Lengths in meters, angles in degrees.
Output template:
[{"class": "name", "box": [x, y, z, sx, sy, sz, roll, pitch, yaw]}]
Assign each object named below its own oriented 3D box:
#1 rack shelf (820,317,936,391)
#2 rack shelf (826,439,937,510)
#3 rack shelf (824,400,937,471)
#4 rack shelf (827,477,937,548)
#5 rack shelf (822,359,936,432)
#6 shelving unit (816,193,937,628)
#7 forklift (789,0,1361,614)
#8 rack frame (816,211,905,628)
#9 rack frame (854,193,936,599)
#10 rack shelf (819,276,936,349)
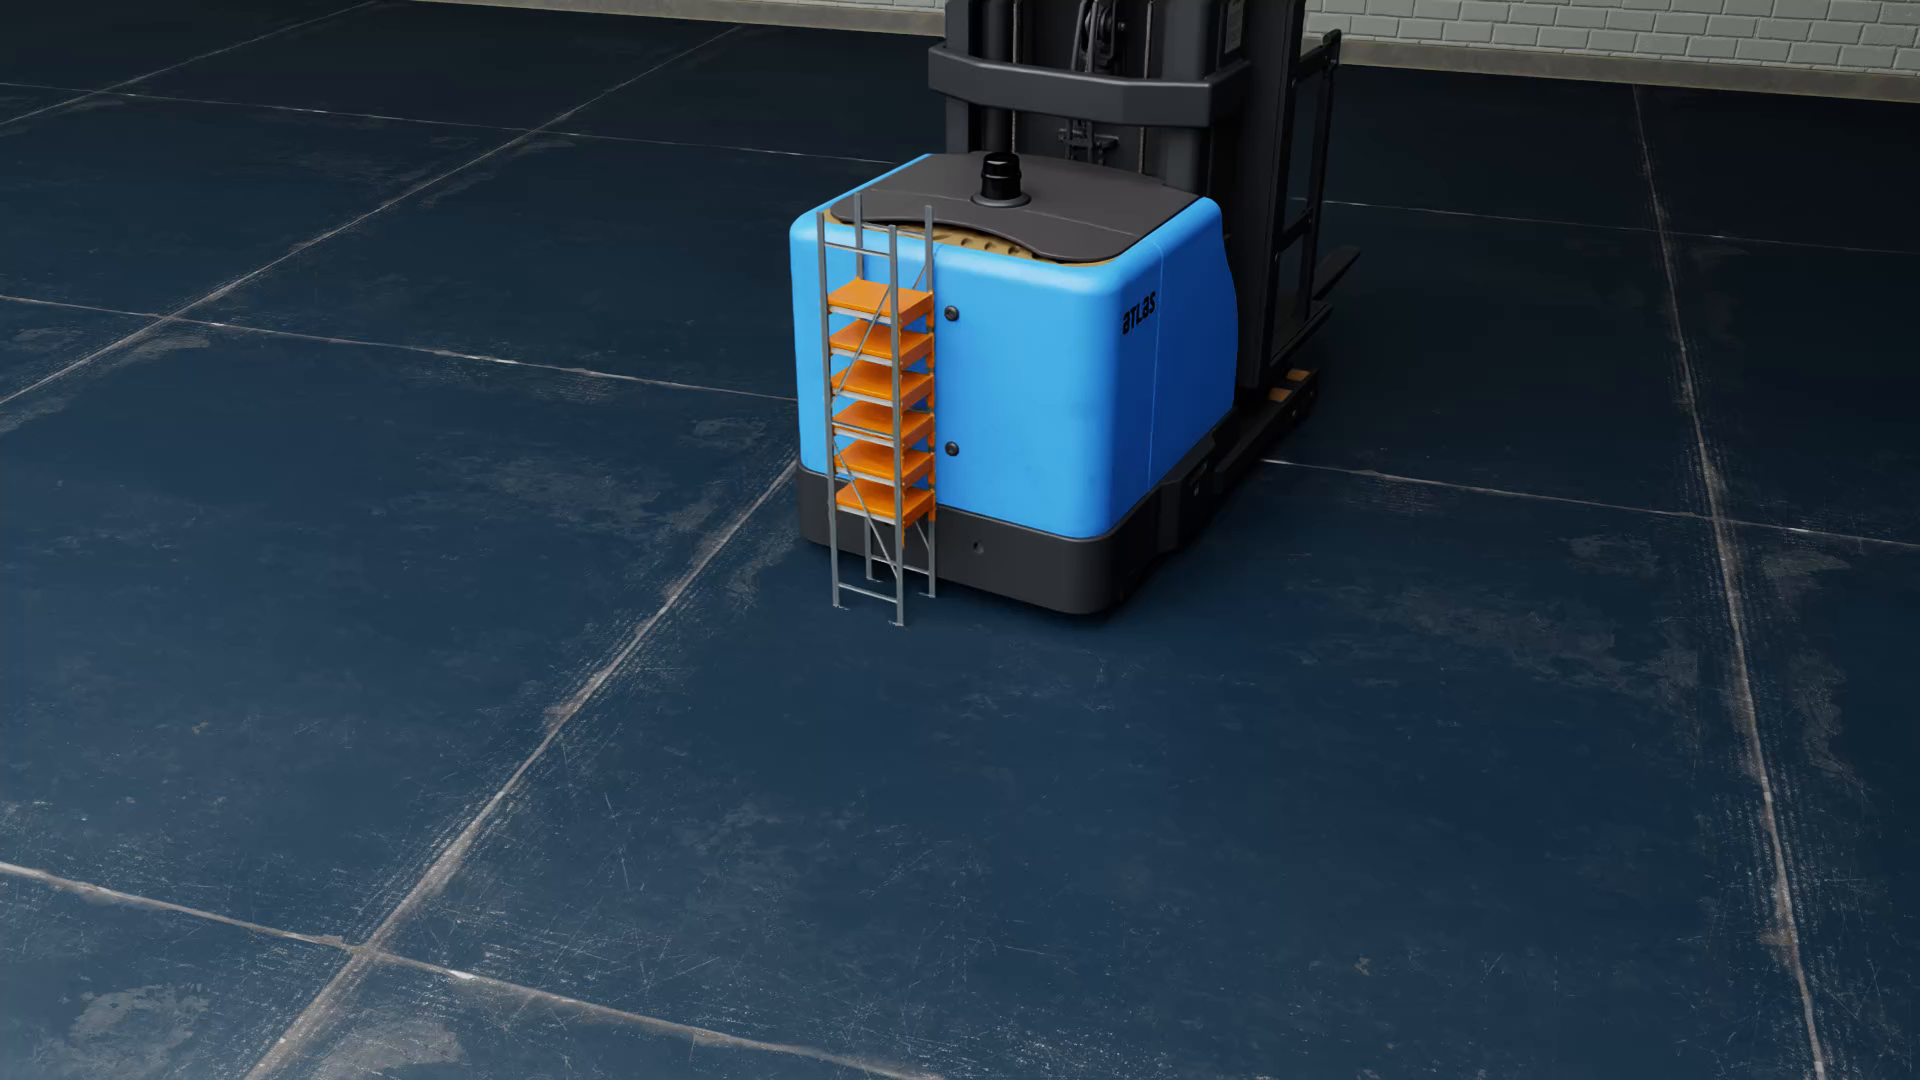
[{"class": "rack shelf", "box": [-0.222, -0.509, 4.529, 0.258, 0.103, 0.180, 15, 32, 25]}, {"class": "rack shelf", "box": [-0.222, -0.195, 4.704, 0.258, 0.103, 0.180, 15, 32, 25]}, {"class": "rack shelf", "box": [-0.222, -0.300, 4.646, 0.258, 0.103, 0.180, 15, 32, 25]}, {"class": "rack shelf", "box": [-0.222, -0.090, 4.762, 0.258, 0.103, 0.180, 15, 32, 25]}, {"class": "rack shelf", "box": [-0.222, -0.404, 4.587, 0.258, 0.103, 0.180, 15, 32, 25]}, {"class": "shelving unit", "box": [-0.222, -0.338, 4.624, 0.258, 1.200, 0.189, 15, 32, 25]}, {"class": "forklift", "box": [0.658, -1.754, 5.388, 1.130, 2.935, 3.031, 15, 32, 25]}, {"class": "rack frame", "box": [-0.266, -0.300, 4.554, 0.240, 1.200, 0.006, 15, 32, 25]}, {"class": "rack frame", "box": [-0.178, -0.377, 4.694, 0.240, 1.200, 0.006, 15, 32, 25]}, {"class": "rack shelf", "box": [-0.222, -0.614, 4.471, 0.258, 0.103, 0.180, 15, 32, 25]}]
